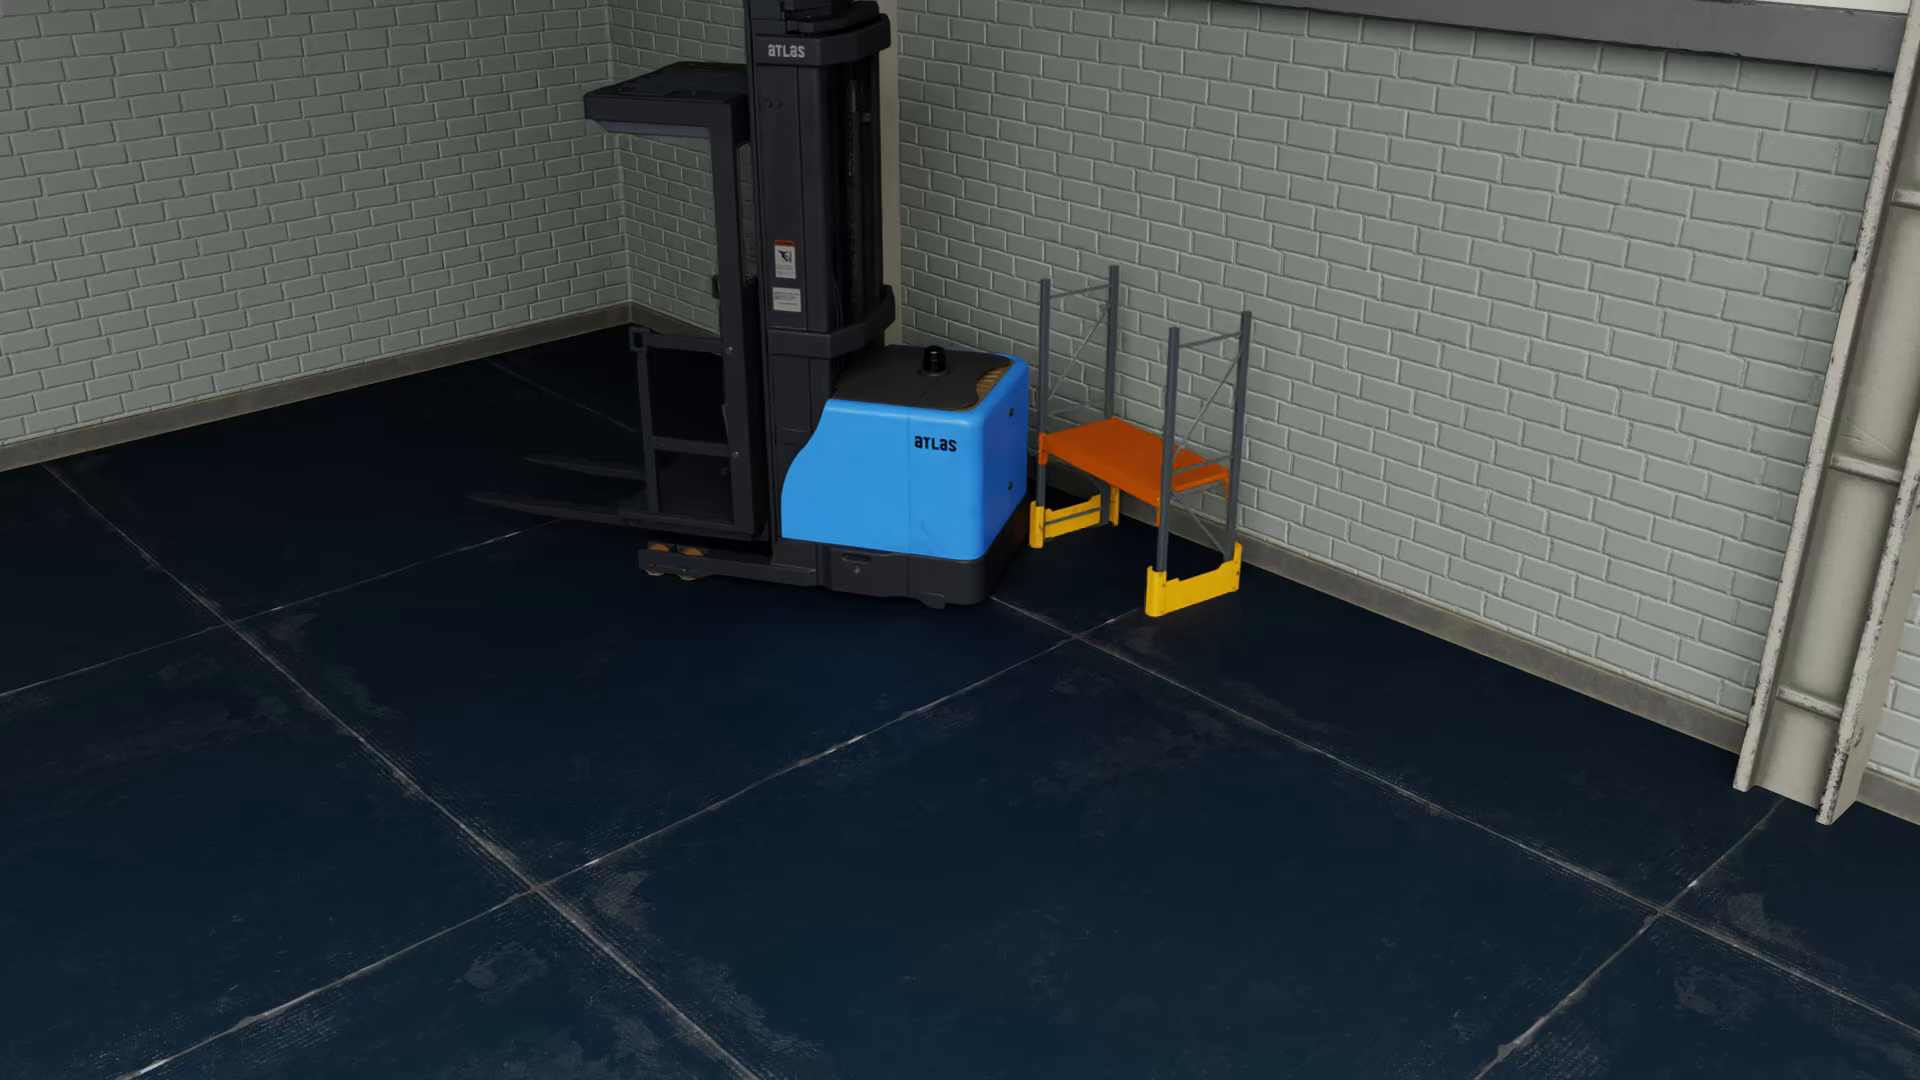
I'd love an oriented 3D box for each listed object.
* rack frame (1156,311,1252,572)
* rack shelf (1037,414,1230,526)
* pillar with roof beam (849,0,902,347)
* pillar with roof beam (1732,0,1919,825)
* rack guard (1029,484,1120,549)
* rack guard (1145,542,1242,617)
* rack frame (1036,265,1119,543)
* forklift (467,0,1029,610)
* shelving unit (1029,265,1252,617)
[{"bbox_3d":[1.200,-0.370,8.255,0.500,1.500,0.032,-16,29,-31],"label":"rack frame"},{"bbox_3d":[0.915,-0.381,8.712,0.538,0.185,1.000,-16,29,-31],"label":"rack shelf"},{"bbox_3d":[-3.756,-3.639,6.385,9.100,9.000,0.400,-21,32,-38],"label":"pillar with roof beam"},{"bbox_3d":[0.345,-1.821,2.400,9.100,9.000,0.400,-21,32,-38],"label":"pillar with roof beam"},{"bbox_3d":[0.641,-0.145,9.266,0.587,0.250,0.087,-16,29,-31],"label":"rack guard"},{"bbox_3d":[1.199,0.198,8.515,0.587,0.250,0.087,-16,29,-31],"label":"rack guard"},{"bbox_3d":[0.630,-0.720,9.021,0.500,1.500,0.032,-16,29,-31],"label":"rack frame"},{"bbox_3d":[-1.198,-1.320,8.613,3.031,2.935,1.130,7,25,15],"label":"forklift"},{"bbox_3d":[0.920,-0.542,8.631,0.587,1.500,1.083,-16,29,-31],"label":"shelving unit"}]
